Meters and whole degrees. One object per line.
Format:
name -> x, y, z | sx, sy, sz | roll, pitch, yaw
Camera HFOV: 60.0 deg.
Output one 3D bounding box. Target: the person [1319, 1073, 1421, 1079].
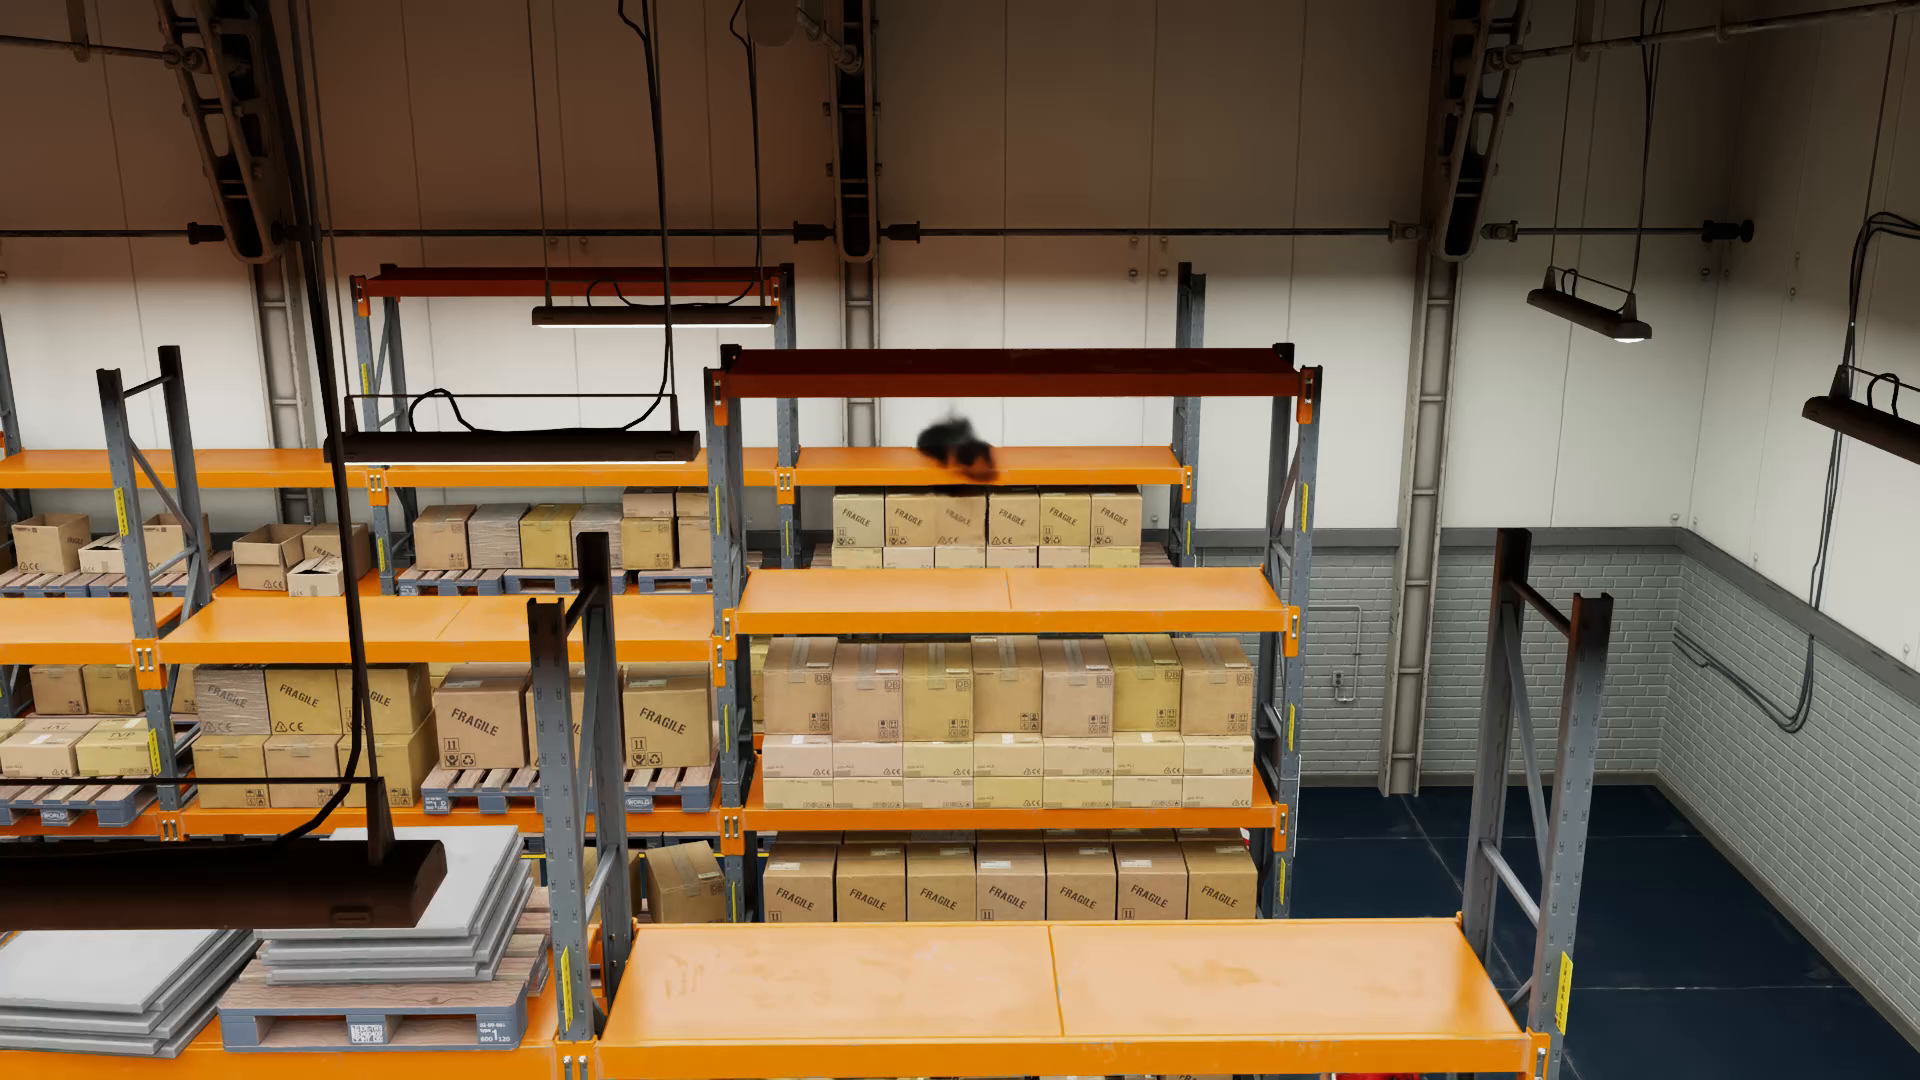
person -> 2.856, 4.050, 11.676 | 0.771, 1.682, 0.623 | 14, 21, 40
